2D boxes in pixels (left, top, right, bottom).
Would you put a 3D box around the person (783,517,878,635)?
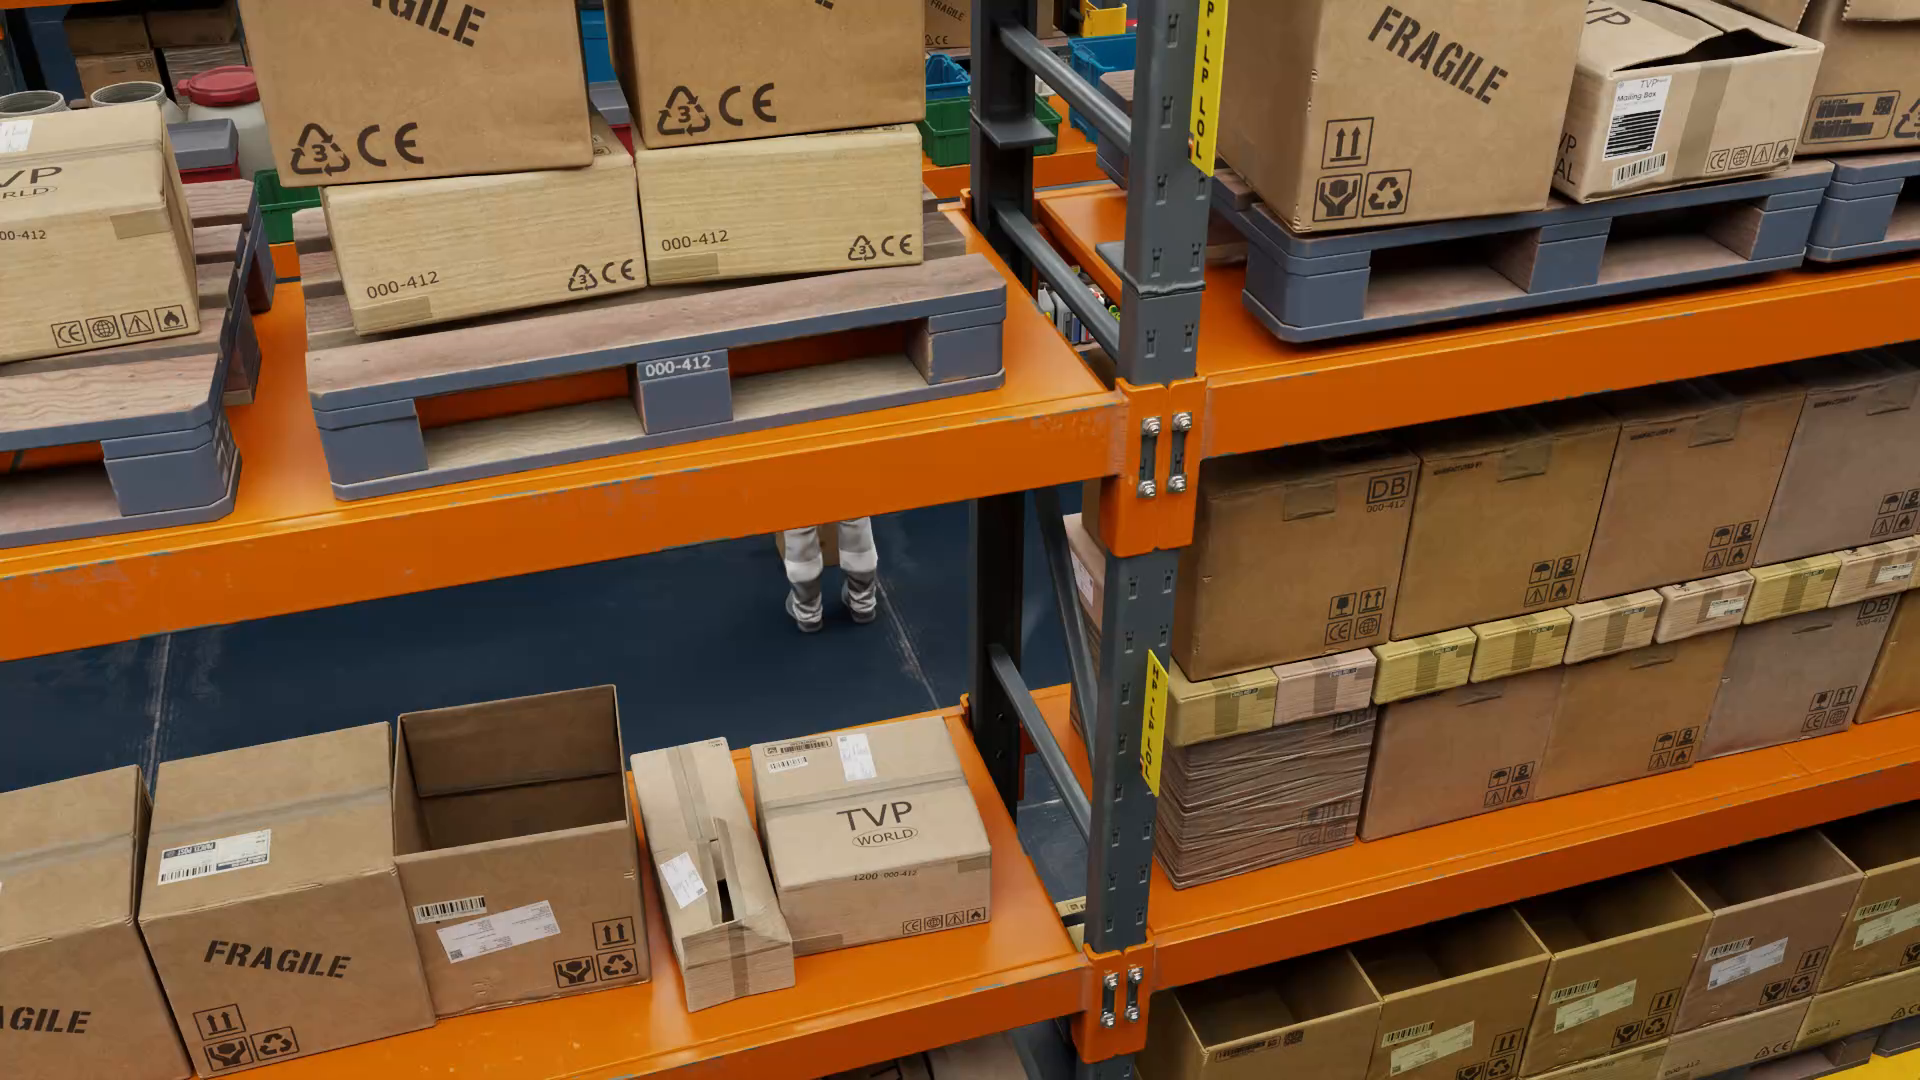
[{"bbox_3d":[-0.578,-0.417,6.756,0.528,1.776,0.358,-9,35,-14],"label":"person"}]
